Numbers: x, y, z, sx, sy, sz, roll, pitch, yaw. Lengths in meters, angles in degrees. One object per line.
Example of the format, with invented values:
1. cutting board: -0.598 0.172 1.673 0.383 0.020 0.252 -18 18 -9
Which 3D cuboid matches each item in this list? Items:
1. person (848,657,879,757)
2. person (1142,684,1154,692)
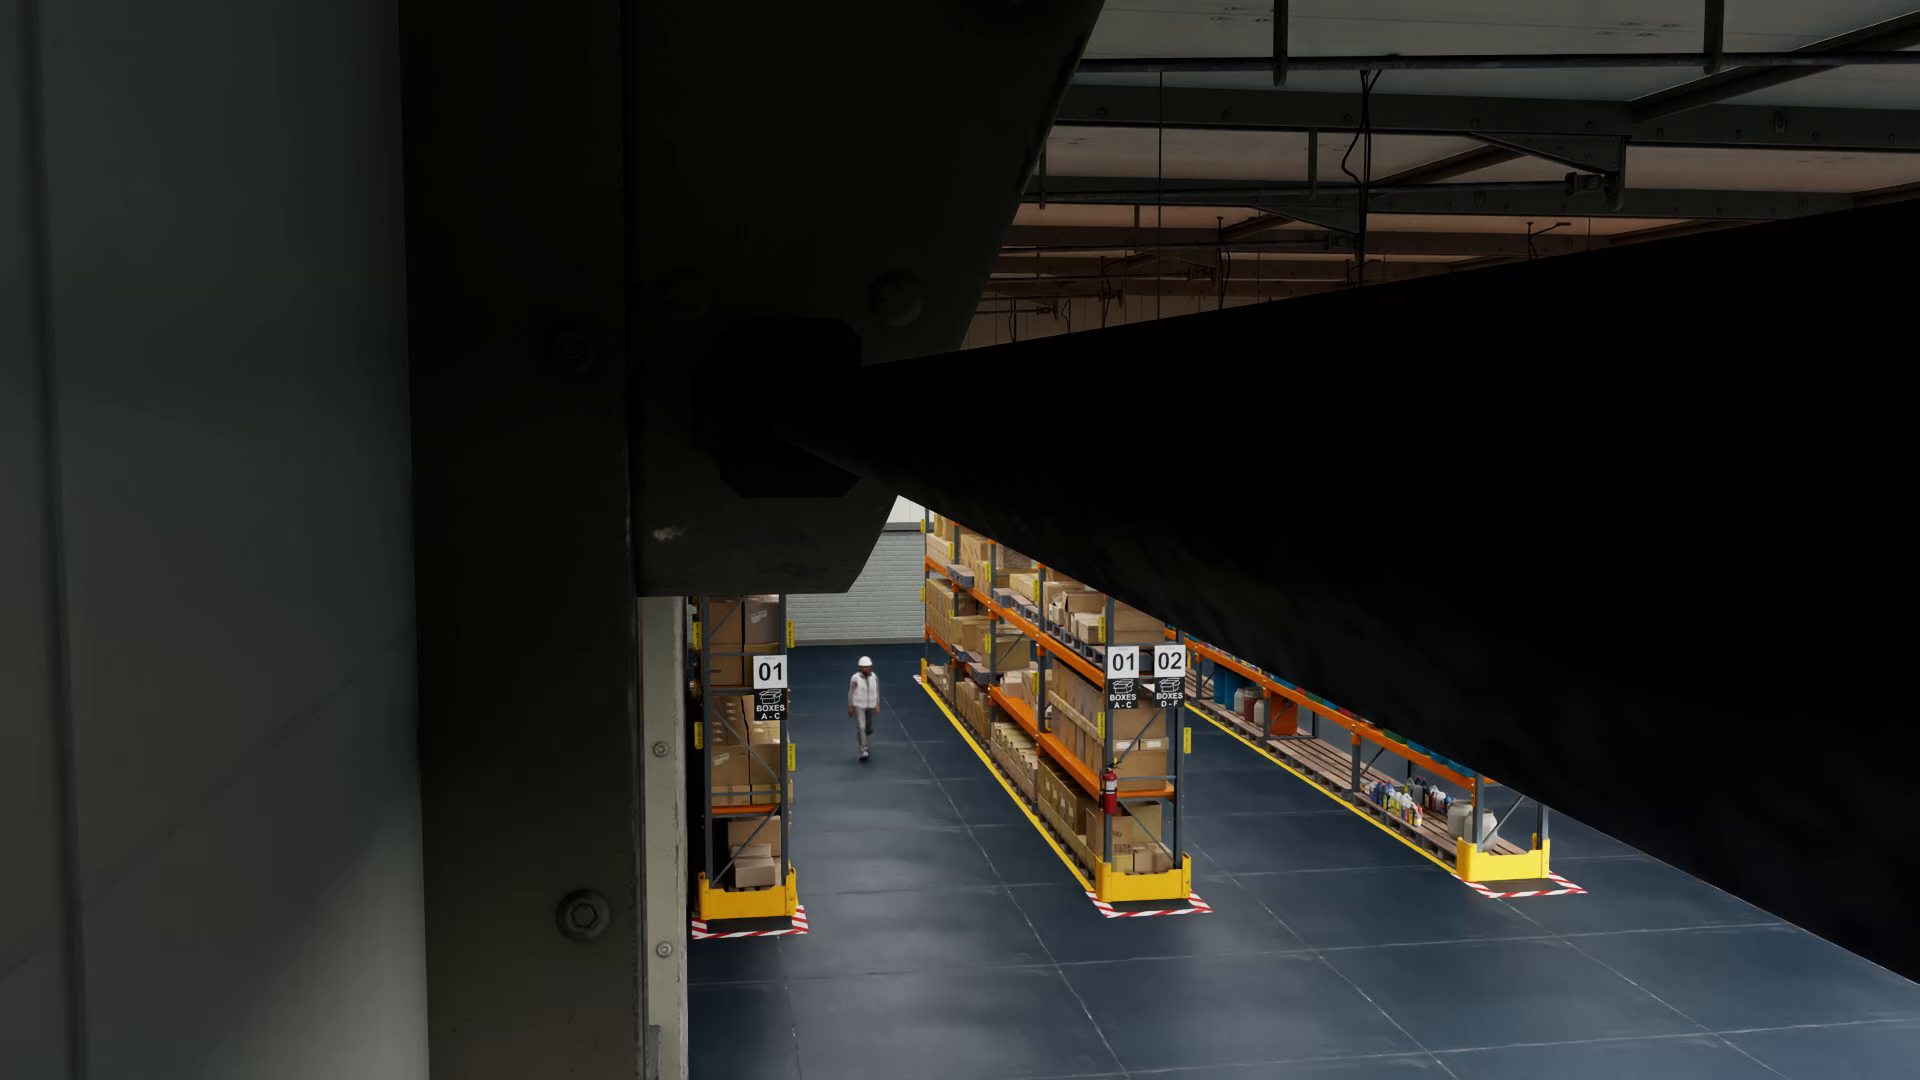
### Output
1. person: -1.688 2.902 29.180 0.565 1.742 0.965 -3 6 -28
2. person: 3.134 2.969 27.971 0.598 1.766 0.497 1 5 6
